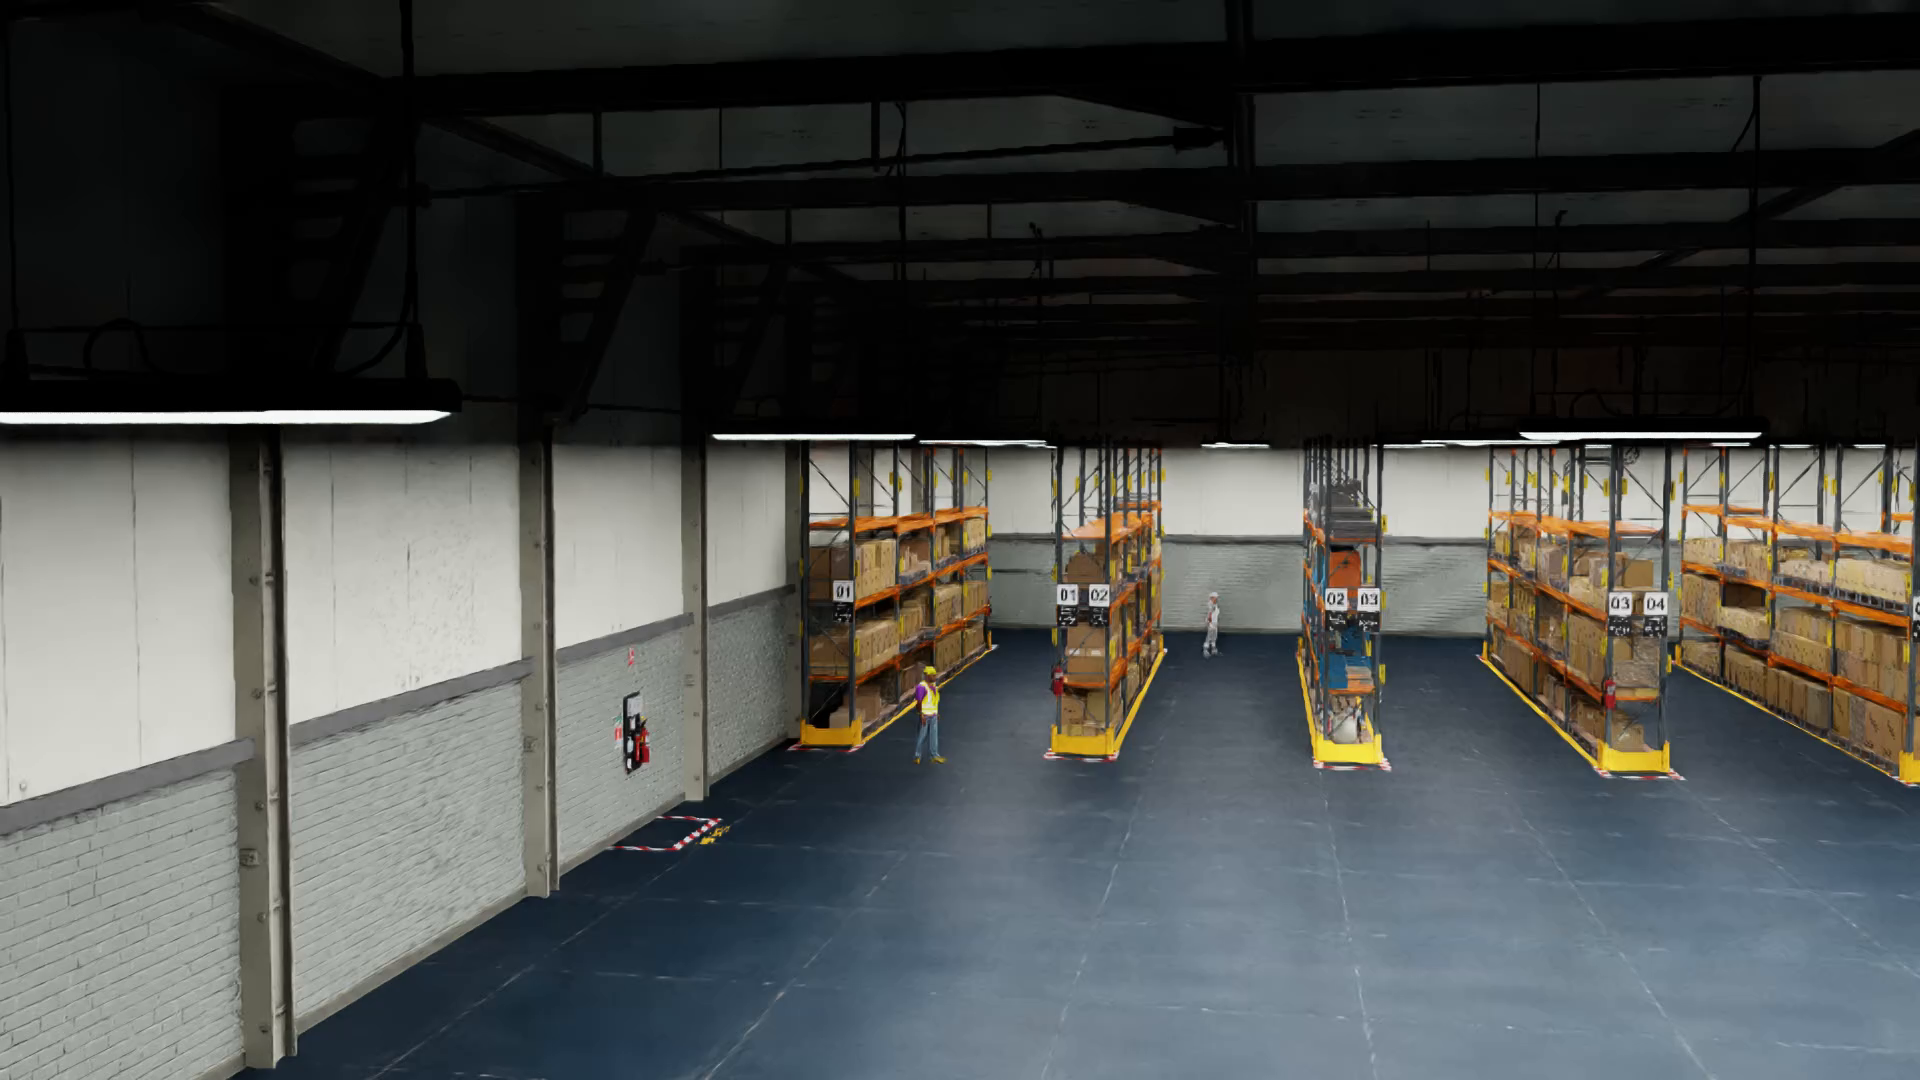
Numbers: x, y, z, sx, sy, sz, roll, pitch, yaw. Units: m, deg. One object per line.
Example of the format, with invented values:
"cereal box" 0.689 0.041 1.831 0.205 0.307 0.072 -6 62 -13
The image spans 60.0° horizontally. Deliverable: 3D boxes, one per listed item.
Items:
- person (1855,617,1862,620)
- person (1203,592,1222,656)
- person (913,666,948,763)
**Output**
"person" 21.867 2.697 40.557 0.559 1.638 0.611 2 4 31
"person" 7.025 2.324 46.180 0.484 1.789 0.638 1 3 17
"person" -0.573 3.193 30.367 0.476 1.765 0.655 2 4 36
